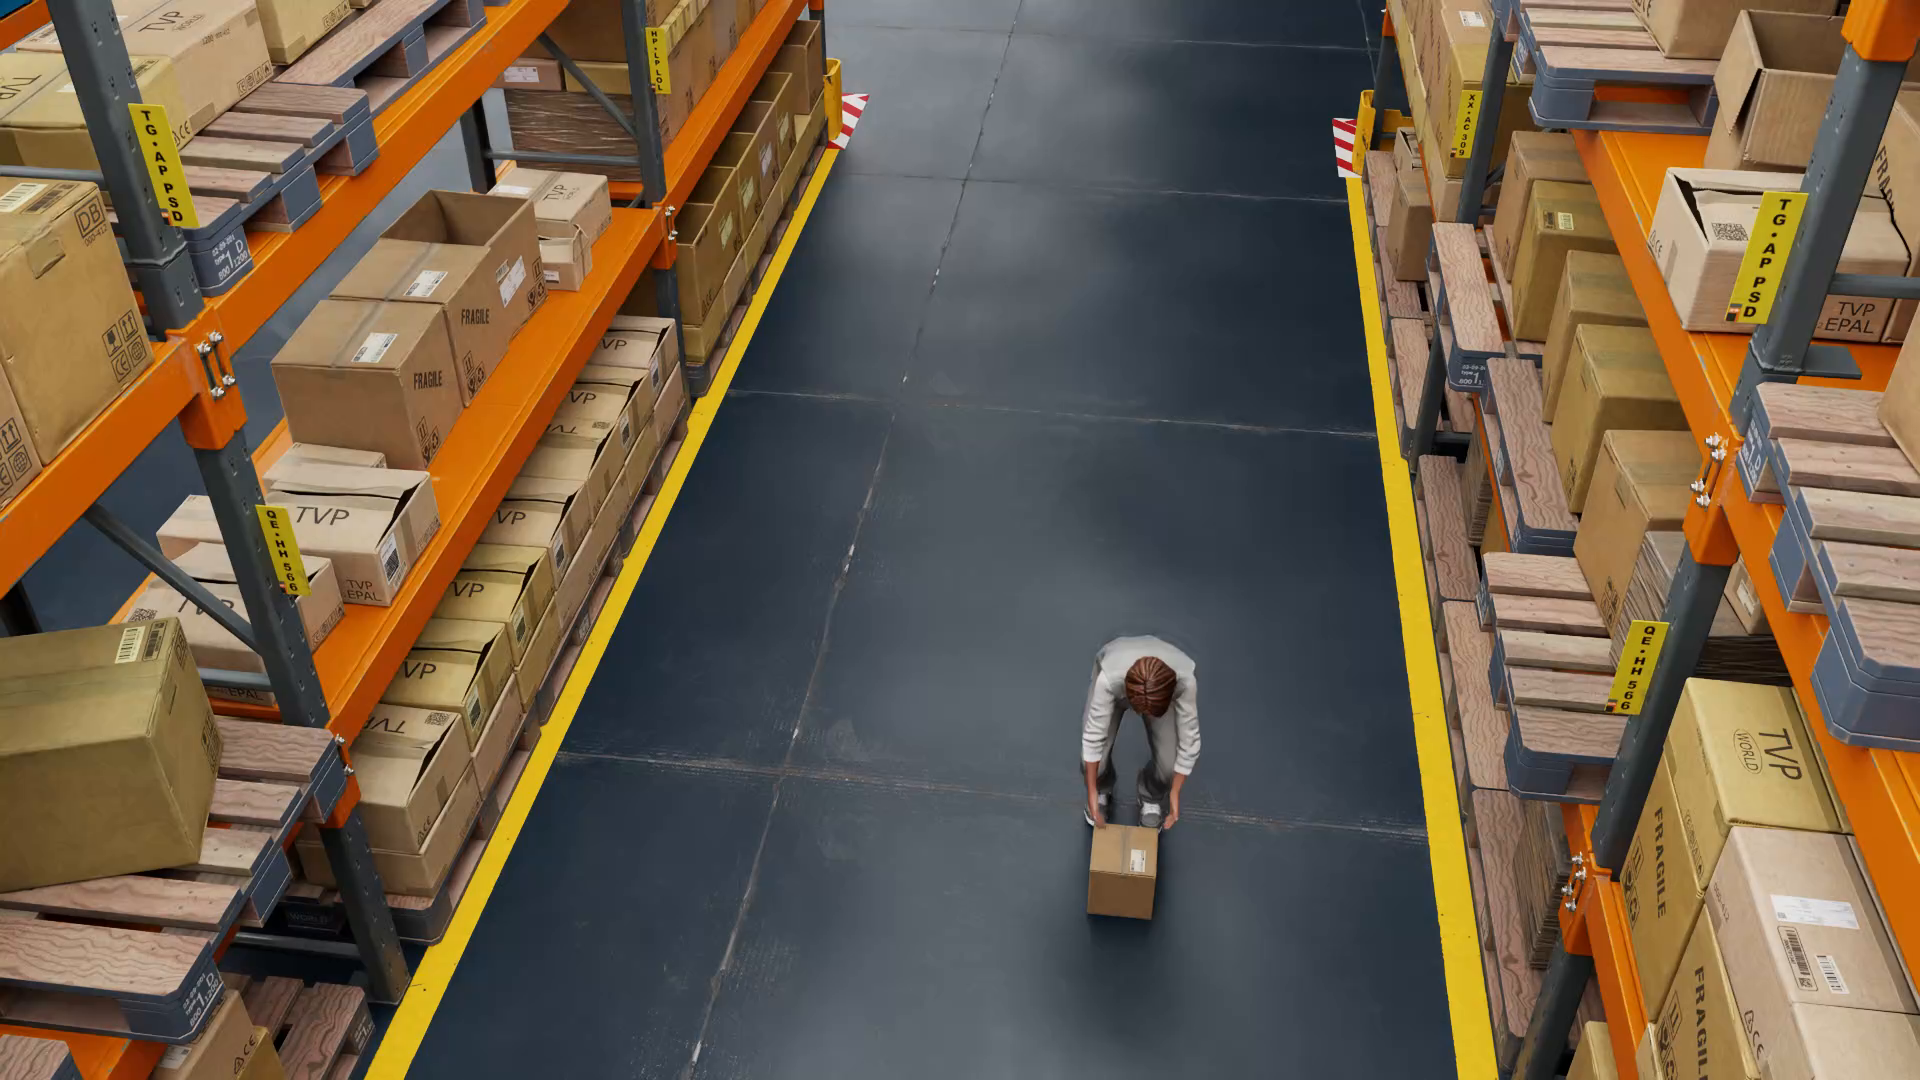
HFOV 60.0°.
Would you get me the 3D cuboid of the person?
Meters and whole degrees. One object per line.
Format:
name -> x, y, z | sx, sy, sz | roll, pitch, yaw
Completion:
person -> 0.706, 0.731, 6.515 | 0.461, 1.061, 0.754 | 4, 37, 6
